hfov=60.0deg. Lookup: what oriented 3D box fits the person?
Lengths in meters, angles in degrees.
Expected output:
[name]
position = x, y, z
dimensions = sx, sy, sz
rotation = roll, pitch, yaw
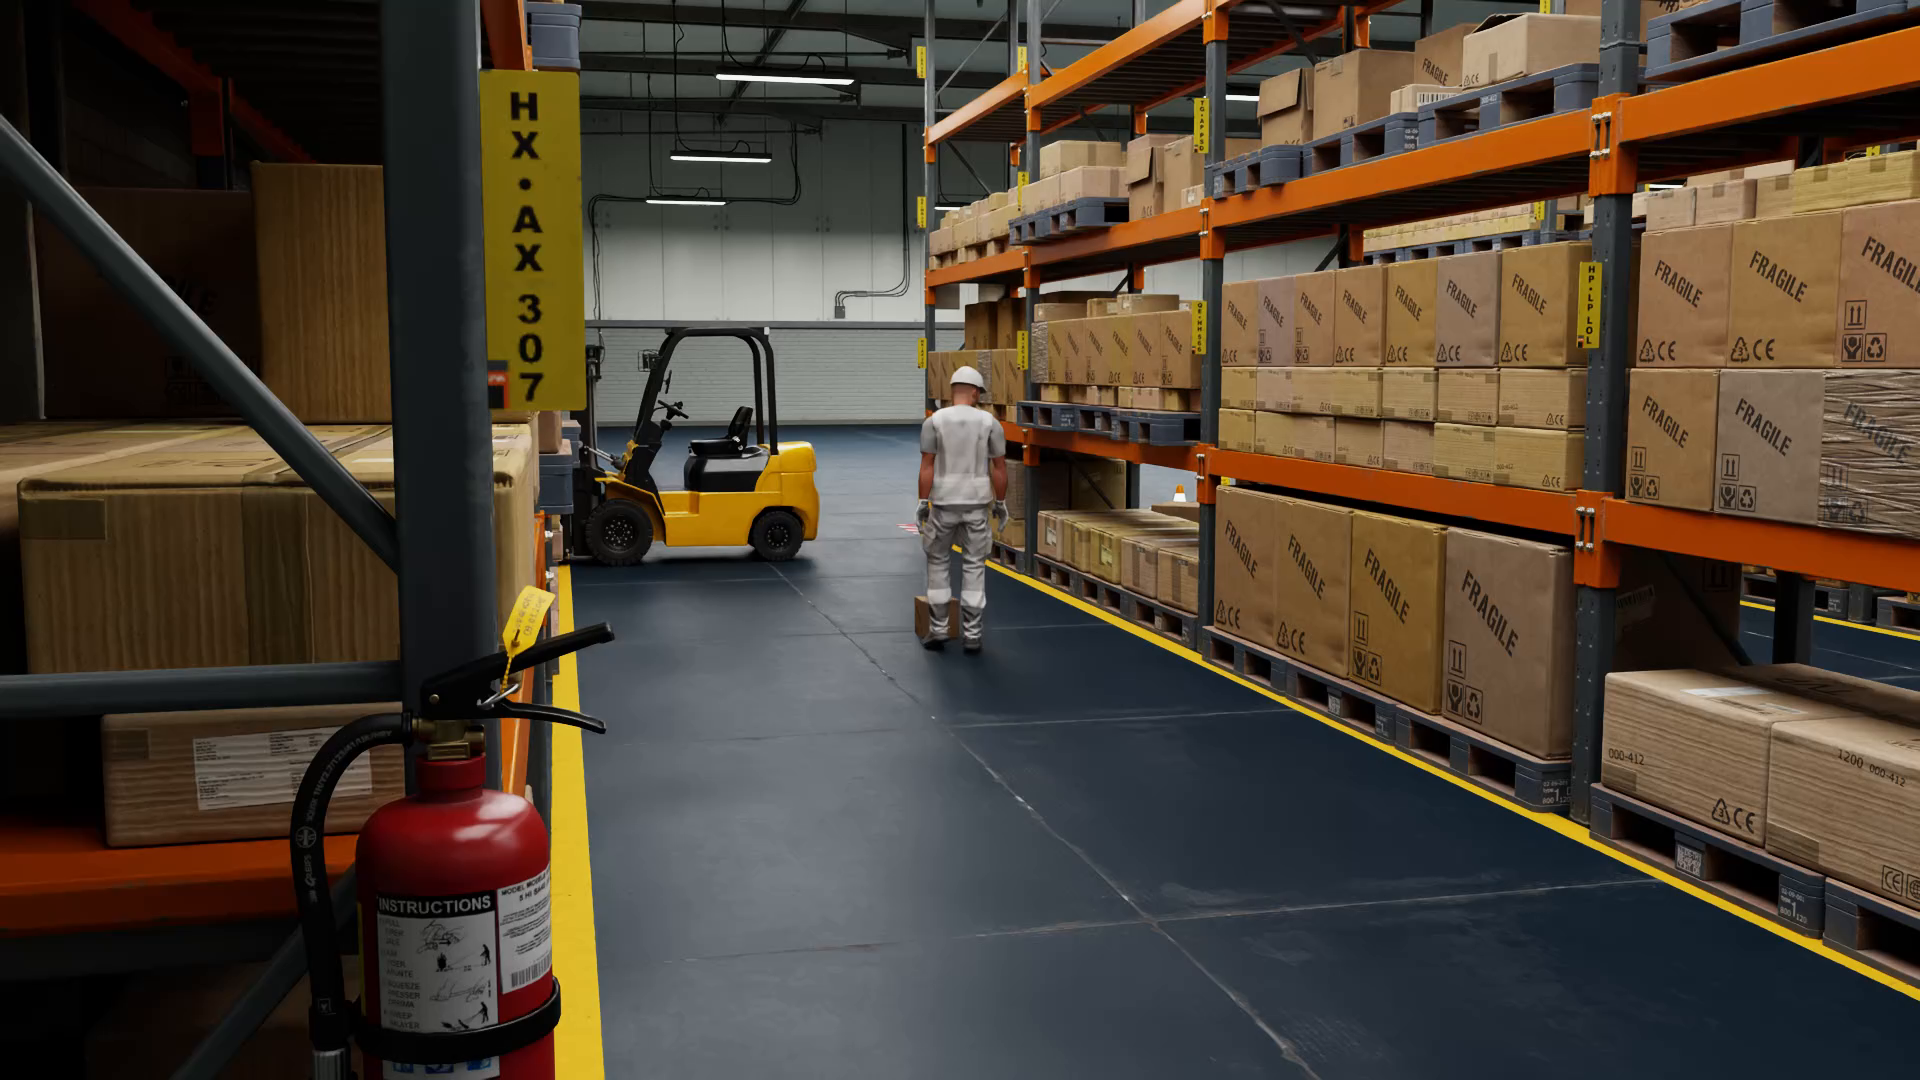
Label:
[person]
position = 0.007, -0.189, 10.579
dimensions = 0.597, 1.821, 0.507
rotation = 0, 6, -2
